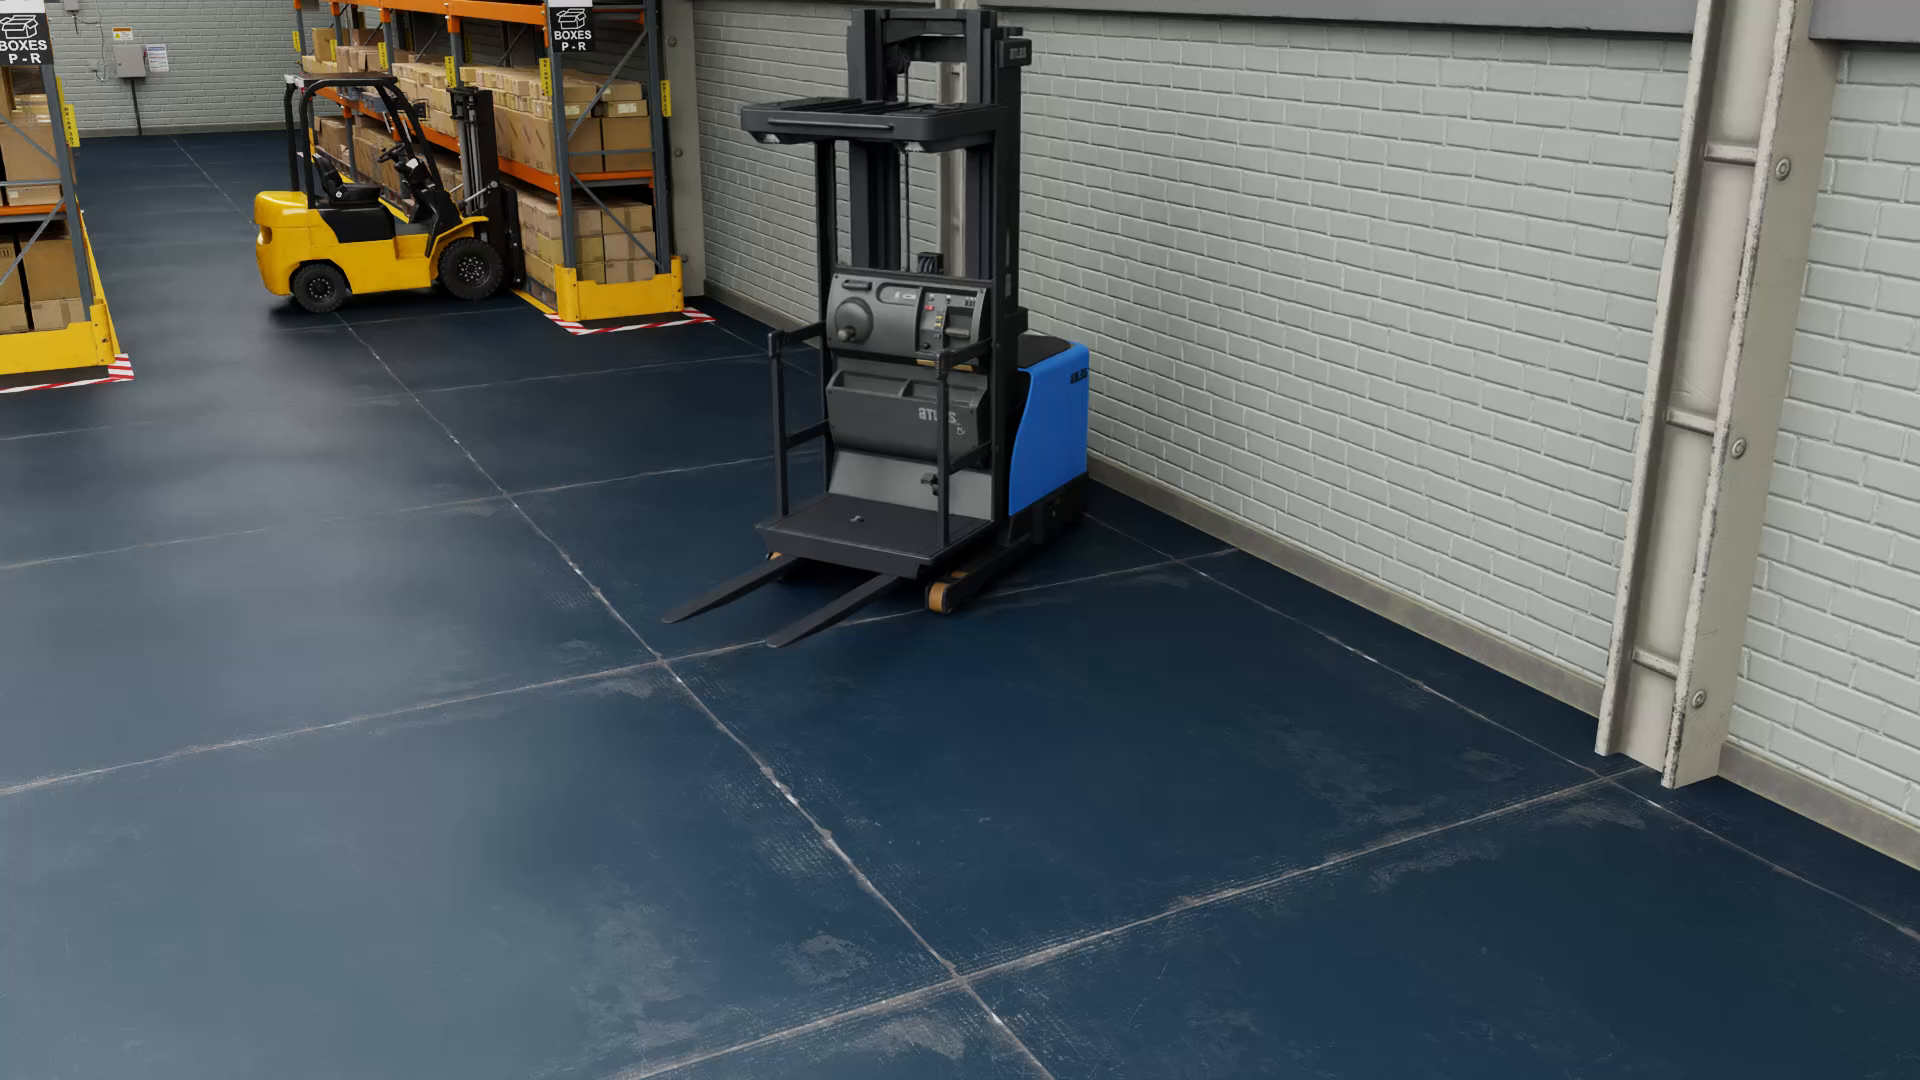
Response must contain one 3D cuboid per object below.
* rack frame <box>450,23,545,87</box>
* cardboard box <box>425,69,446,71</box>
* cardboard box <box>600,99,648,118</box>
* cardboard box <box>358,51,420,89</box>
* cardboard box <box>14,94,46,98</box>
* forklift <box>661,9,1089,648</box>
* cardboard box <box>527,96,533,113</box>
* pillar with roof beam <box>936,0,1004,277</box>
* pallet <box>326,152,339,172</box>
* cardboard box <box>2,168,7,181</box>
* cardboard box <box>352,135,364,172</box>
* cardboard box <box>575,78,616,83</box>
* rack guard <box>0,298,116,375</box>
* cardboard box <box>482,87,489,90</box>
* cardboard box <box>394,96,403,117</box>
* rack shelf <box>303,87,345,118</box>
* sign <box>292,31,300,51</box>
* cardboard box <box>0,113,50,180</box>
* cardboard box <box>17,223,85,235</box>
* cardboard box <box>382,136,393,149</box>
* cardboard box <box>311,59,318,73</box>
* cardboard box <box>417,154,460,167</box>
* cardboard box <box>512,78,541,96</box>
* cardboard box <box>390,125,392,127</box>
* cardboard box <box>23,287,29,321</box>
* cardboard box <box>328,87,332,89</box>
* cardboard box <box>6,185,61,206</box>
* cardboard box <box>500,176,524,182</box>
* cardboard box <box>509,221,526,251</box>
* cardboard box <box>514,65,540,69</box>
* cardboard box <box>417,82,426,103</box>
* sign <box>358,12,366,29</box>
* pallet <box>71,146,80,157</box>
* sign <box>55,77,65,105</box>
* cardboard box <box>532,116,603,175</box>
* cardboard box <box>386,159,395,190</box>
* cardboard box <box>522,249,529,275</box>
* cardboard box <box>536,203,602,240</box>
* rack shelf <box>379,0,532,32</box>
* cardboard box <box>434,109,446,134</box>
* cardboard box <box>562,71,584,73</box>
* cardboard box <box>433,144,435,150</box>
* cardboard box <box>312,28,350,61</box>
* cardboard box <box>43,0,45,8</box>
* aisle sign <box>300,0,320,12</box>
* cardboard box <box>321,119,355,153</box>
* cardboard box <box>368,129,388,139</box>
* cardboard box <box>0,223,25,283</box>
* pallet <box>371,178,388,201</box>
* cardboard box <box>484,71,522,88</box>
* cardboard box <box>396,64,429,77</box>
[{"bbox_3d":[-5.148,-4.745,18.784,1.000,3.000,0.127,-10,21,-27],"label":"rack frame"},{"bbox_3d":[-6.324,-5.682,20.351,0.380,0.149,0.250,-10,21,-27],"label":"cardboard box"},{"bbox_3d":[-3.181,-4.088,15.733,0.380,0.149,0.250,-11,22,-28],"label":"cardboard box"},{"bbox_3d":[-7.985,-6.581,23.302,0.797,0.503,0.637,-11,22,-28],"label":"cardboard box"},{"bbox_3d":[-9.084,-4.074,16.230,0.500,0.500,0.500,-11,22,-28],"label":"cardboard box"},{"bbox_3d":[-0.388,-1.173,8.537,1.130,2.935,3.031,10,22,27],"label":"forklift"},{"bbox_3d":[-3.984,-4.233,16.151,0.380,0.149,0.250,-10,21,-27],"label":"cardboard box"},{"bbox_3d":[-3.725,-4.383,8.538,9.100,9.000,0.400,-10,21,-27],"label":"pillar with roof beam"},{"bbox_3d":[-9.855,-6.271,27.483,1.003,0.211,1.213,-10,21,-27],"label":"pallet"},{"bbox_3d":[-8.689,-3.224,14.762,0.380,0.149,0.250,-10,21,-27],"label":"cardboard box"},{"bbox_3d":[-8.915,-5.885,25.276,0.500,0.500,0.500,-9,21,-24],"label":"cardboard box"},{"bbox_3d":[-3.556,-4.448,16.320,0.380,0.149,0.250,-10,21,-26],"label":"cardboard box"},{"bbox_3d":[-7.651,-1.667,13.696,1.175,0.500,0.348,-10,21,-27],"label":"rack guard"},{"bbox_3d":[-4.780,-4.664,17.403,0.380,0.149,0.250,-10,22,-27],"label":"cardboard box"},{"bbox_3d":[-7.051,-5.657,21.658,0.500,0.250,0.500,-10,21,-26],"label":"cardboard box"},{"bbox_3d":[-9.896,-7.276,27.221,1.077,0.370,4.000,-10,21,-27],"label":"rack shelf"},{"bbox_3d":[-11.323,-8.515,28.383,0.100,0.325,0.005,-10,21,-27],"label":"sign"},{"bbox_3d":[-7.844,-3.342,14.109,0.500,0.500,0.500,-9,21,-25],"label":"cardboard box"},{"bbox_3d":[-8.018,-2.511,14.731,0.500,0.500,0.500,-11,22,-29],"label":"cardboard box"},{"bbox_3d":[-7.952,-5.630,23.542,0.380,0.149,0.250,-10,22,-27],"label":"cardboard box"},{"bbox_3d":[-10.384,-7.798,27.405,0.500,0.250,0.500,-10,22,-28],"label":"cardboard box"},{"bbox_3d":[-6.446,-4.602,21.366,0.875,0.625,0.625,-9,21,-25],"label":"cardboard box"},{"bbox_3d":[-4.170,-4.439,16.294,0.380,0.149,0.250,-9,21,-25],"label":"cardboard box"},{"bbox_3d":[-8.518,-6.304,25.496,0.380,0.149,0.250,-11,22,-29],"label":"cardboard box"},{"bbox_3d":[-8.474,-2.066,14.592,0.500,0.250,0.500,-10,21,-26],"label":"cardboard box"},{"bbox_3d":[-9.854,-7.266,26.475,0.380,0.149,0.250,-10,22,-27],"label":"cardboard box"},{"bbox_3d":[-7.594,-2.838,13.642,0.380,0.149,0.250,-10,21,-26],"label":"cardboard box"},{"bbox_3d":[-4.960,-3.781,18.028,0.500,0.250,0.500,-10,21,-27],"label":"cardboard box"},{"bbox_3d":[-4.247,-3.114,16.862,0.500,0.250,0.500,-11,22,-28],"label":"cardboard box"},{"bbox_3d":[-4.730,-5.195,18.484,0.380,0.149,0.250,-10,21,-27],"label":"cardboard box"},{"bbox_3d":[-6.317,-5.454,20.302,0.500,0.250,0.500,-10,21,-26],"label":"cardboard box"},{"bbox_3d":[-10.348,-8.967,28.759,0.100,0.325,0.005,-10,21,-27],"label":"sign"},{"bbox_3d":[-9.749,-4.126,17.286,1.003,0.211,1.213,-10,21,-27],"label":"pallet"},{"bbox_3d":[-9.040,-4.471,16.662,0.100,0.325,0.005,-10,21,-27],"label":"sign"},{"bbox_3d":[-3.713,-3.745,15.732,0.500,0.500,0.500,-11,22,-28],"label":"cardboard box"},{"bbox_3d":[-7.665,-5.144,23.128,0.500,0.500,0.500,-10,22,-27],"label":"cardboard box"},{"bbox_3d":[-4.207,-2.871,16.924,0.500,0.250,0.500,-10,21,-26],"label":"cardboard box"},{"bbox_3d":[-3.741,-3.052,15.917,0.500,0.250,0.500,-9,21,-25],"label":"cardboard box"},{"bbox_3d":[-6.097,-6.397,20.076,1.077,0.370,4.000,-10,21,-27],"label":"rack shelf"},{"bbox_3d":[-5.861,-4.922,19.526,0.500,0.250,0.500,-10,21,-27],"label":"cardboard box"},{"bbox_3d":[-4.150,-4.822,17.404,0.380,0.149,0.250,-10,22,-27],"label":"cardboard box"},{"bbox_3d":[-7.123,-5.495,23.152,0.380,0.149,0.250,-9,21,-25],"label":"cardboard box"},{"bbox_3d":[-10.155,-8.012,26.875,0.500,0.500,0.500,-9,21,-25],"label":"cardboard box"},{"bbox_3d":[-7.486,-4.272,13.199,0.380,0.149,0.250,-10,21,-27],"label":"cardboard box"},{"bbox_3d":[-11.137,-9.393,28.268,0.394,0.787,0.004,-10,21,-27],"label":"aisle sign"},{"bbox_3d":[-10.267,-6.765,27.827,0.700,0.500,0.500,-9,21,-24],"label":"cardboard box"},{"bbox_3d":[-8.537,-6.005,24.629,0.380,0.149,0.250,-10,22,-28],"label":"cardboard box"},{"bbox_3d":[-8.709,-2.565,14.888,0.500,0.500,0.500,-11,22,-28],"label":"cardboard box"},{"bbox_3d":[-7.944,-5.145,24.219,1.003,0.211,1.213,-10,21,-27],"label":"pallet"},{"bbox_3d":[-4.746,-4.809,17.366,0.380,0.149,0.250,-10,22,-28],"label":"cardboard box"},{"bbox_3d":[-7.027,-6.034,21.371,0.380,0.149,0.250,-9,21,-25],"label":"cardboard box"}]
